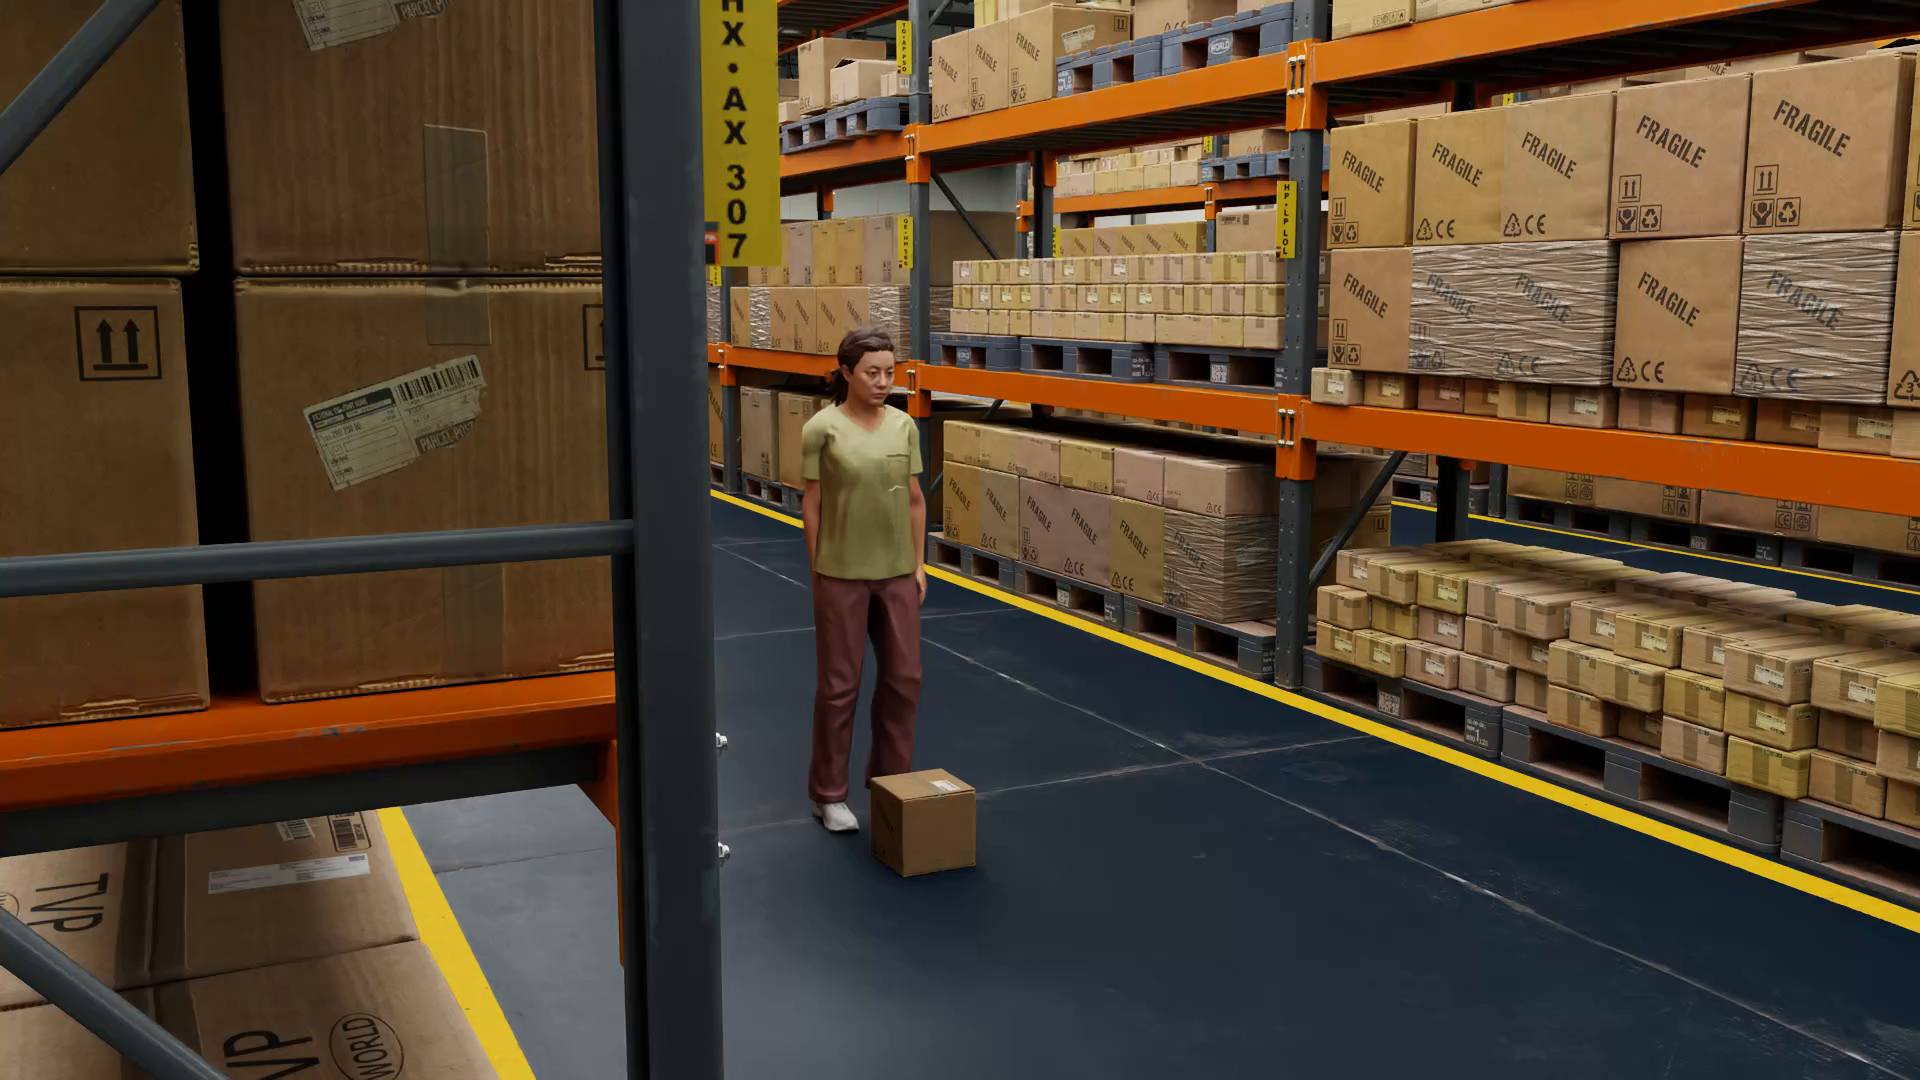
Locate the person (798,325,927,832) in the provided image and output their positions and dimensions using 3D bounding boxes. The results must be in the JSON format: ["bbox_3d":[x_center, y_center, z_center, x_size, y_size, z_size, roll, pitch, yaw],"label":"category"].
[{"bbox_3d":[-0.313,0.249,5.594,0.444,1.413,0.364,-4,9,-25],"label":"person"}]
